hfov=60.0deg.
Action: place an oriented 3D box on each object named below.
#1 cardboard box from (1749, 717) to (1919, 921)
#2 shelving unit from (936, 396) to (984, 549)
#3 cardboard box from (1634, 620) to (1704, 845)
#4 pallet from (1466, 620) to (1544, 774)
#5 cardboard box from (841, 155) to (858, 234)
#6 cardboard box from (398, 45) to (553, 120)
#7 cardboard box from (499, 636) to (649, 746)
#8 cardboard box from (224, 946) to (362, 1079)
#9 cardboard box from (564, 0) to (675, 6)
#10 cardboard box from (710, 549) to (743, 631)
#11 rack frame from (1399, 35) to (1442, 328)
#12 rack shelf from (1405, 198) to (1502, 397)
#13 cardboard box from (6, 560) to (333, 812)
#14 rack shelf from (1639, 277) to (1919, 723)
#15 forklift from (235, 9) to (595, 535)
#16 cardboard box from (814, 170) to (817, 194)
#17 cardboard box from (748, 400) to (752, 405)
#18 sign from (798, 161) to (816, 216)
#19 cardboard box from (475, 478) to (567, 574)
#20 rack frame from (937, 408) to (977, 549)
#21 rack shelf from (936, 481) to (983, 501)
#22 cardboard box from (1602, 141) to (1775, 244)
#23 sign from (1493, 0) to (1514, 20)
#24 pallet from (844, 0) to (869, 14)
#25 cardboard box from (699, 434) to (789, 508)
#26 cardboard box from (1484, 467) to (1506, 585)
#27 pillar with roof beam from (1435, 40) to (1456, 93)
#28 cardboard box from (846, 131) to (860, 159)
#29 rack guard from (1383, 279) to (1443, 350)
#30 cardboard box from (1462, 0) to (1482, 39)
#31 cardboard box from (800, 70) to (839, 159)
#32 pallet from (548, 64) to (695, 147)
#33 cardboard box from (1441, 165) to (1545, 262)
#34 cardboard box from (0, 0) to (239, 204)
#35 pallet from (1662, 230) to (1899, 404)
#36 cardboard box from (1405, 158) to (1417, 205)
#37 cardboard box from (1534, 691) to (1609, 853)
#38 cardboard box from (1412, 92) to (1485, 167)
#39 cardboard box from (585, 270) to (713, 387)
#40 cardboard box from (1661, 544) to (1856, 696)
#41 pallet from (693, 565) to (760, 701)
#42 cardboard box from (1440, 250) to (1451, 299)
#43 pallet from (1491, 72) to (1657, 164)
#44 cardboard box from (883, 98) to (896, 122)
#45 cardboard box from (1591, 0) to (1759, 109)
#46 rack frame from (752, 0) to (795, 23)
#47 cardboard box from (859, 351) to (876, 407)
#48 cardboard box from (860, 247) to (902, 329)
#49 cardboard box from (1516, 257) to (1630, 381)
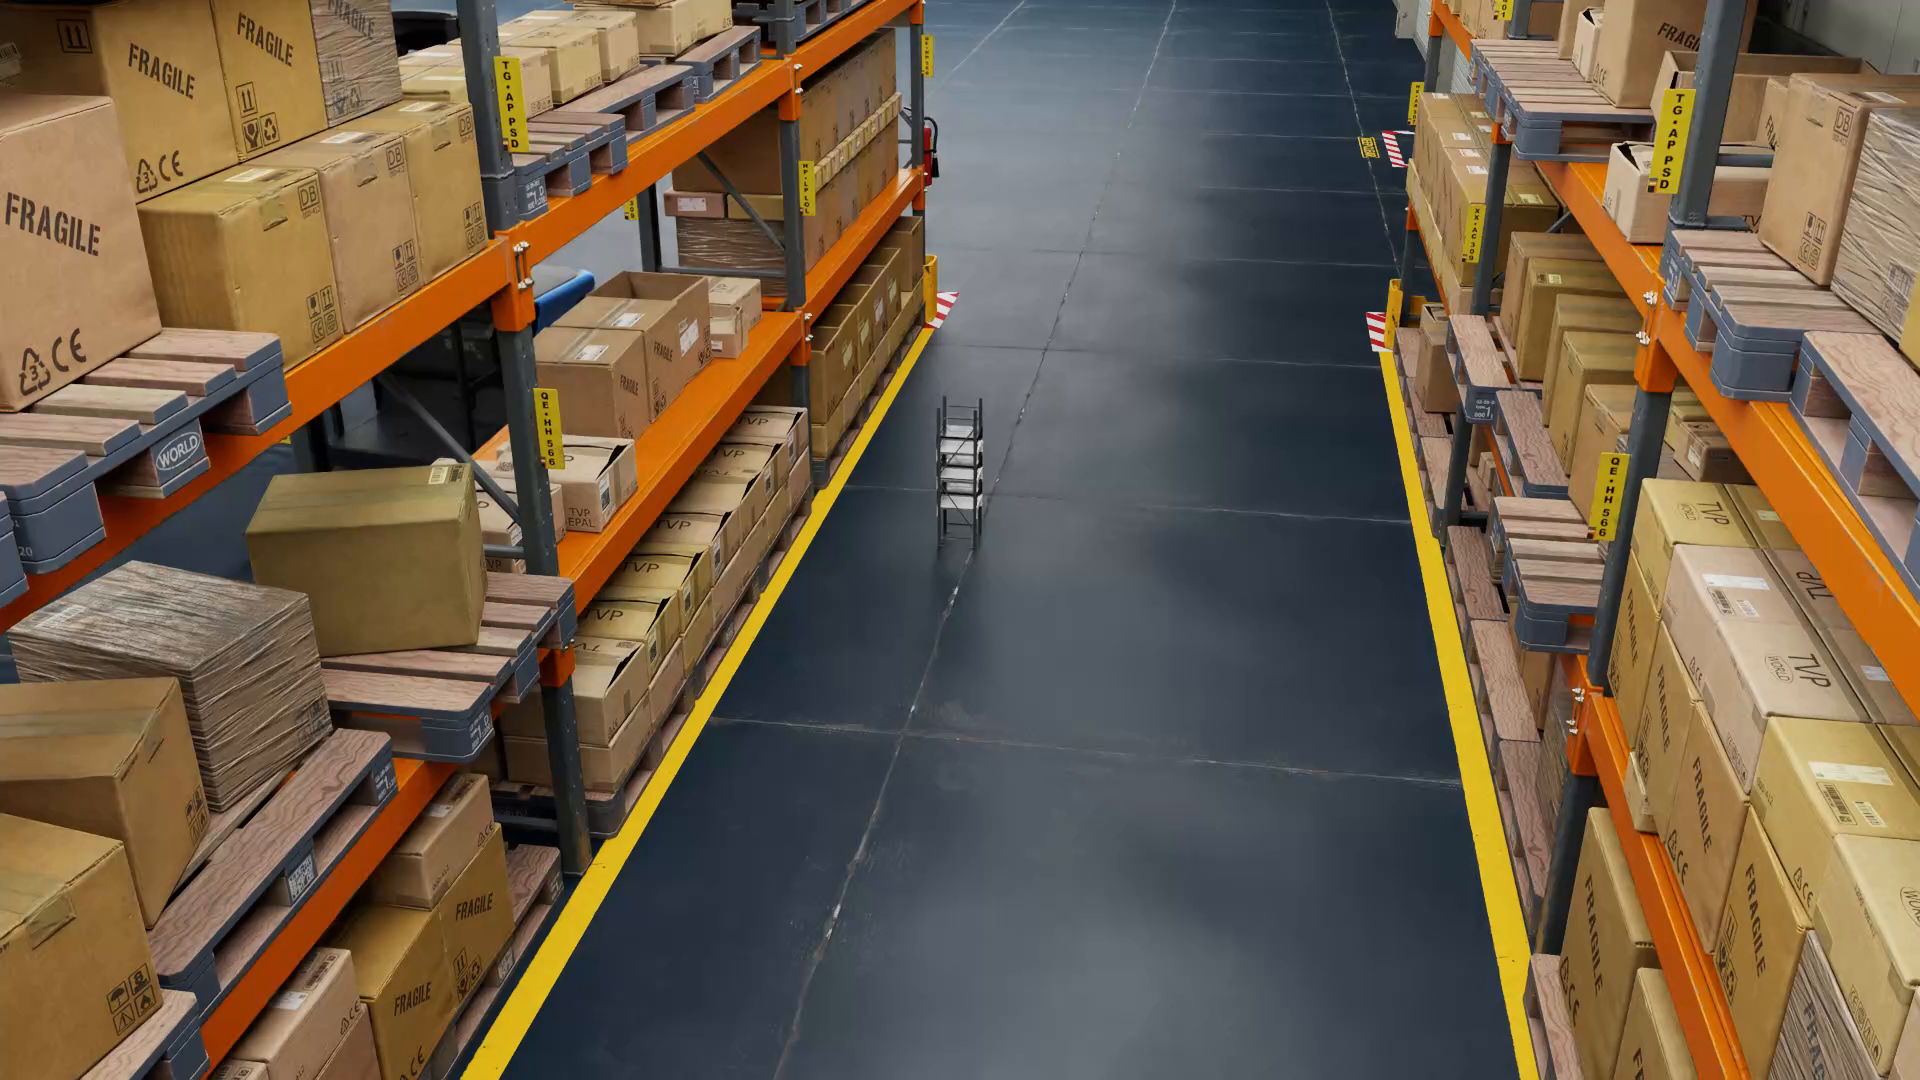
[{"bbox_3d":[2.212,0.666,3.912,0.500,0.250,0.500,4,25,7],"label":"cardboard box"},{"bbox_3d":[-0.001,-0.404,10.052,0.258,0.900,0.210,4,25,9],"label":"shelving unit"},{"bbox_3d":[2.356,0.589,4.960,0.500,0.500,0.500,5,26,10],"label":"cardboard box"},{"bbox_3d":[3.113,0.802,8.287,1.003,0.211,1.213,4,25,9],"label":"pallet"},{"bbox_3d":[-1.137,-2.516,11.969,0.700,0.500,0.500,5,26,10],"label":"cardboard box"},{"bbox_3d":[-2.019,-1.862,6.833,0.500,0.250,0.500,5,25,10],"label":"cardboard box"},{"bbox_3d":[-1.730,0.635,7.441,0.500,0.311,0.500,5,26,10],"label":"cardboard box"},{"bbox_3d":[-2.195,1.486,5.083,0.500,0.250,0.500,4,25,8],"label":"cardboard box"},{"bbox_3d":[-1.661,-2.965,8.306,0.500,0.500,0.500,6,26,14],"label":"cardboard box"},{"bbox_3d":[-1.485,0.247,8.932,0.500,0.250,0.500,5,25,10],"label":"cardboard box"},{"bbox_3d":[4.090,-2.971,13.059,1.000,3.000,0.127,4,25,9],"label":"rack frame"},{"bbox_3d":[3.763,-1.809,11.425,1.077,0.370,4.000,4,25,9],"label":"rack shelf"},{"bbox_3d":[-2.435,0.438,5.163,0.700,0.500,0.500,9,27,18],"label":"cardboard box"},{"bbox_3d":[2.456,0.178,3.641,1.077,0.370,4.000,4,25,9],"label":"rack shelf"},{"bbox_3d":[-3.509,-1.739,10.508,1.130,2.935,3.031,8,26,16],"label":"forklift"},{"bbox_3d":[-1.135,-2.291,10.723,0.380,0.149,0.250,3,25,7],"label":"cardboard box"},{"bbox_3d":[-1.591,-0.794,11.156,0.500,0.250,0.500,4,25,9],"label":"cardboard box"},{"bbox_3d":[-0.915,-2.095,9.915,0.100,0.325,0.005,4,25,9],"label":"sign"},{"bbox_3d":[-2.003,-0.076,6.979,0.500,0.311,0.500,6,26,12],"label":"cardboard box"},{"bbox_3d":[-0.018,-0.362,9.961,0.240,0.900,0.006,4,25,9],"label":"rack frame"},{"bbox_3d":[-0.001,-0.292,10.104,0.258,0.077,0.200,4,25,9],"label":"rack shelf"},{"bbox_3d":[2.634,-1.272,5.973,0.500,0.311,0.500,4,25,9],"label":"cardboard box"},{"bbox_3d":[2.900,-2.925,8.813,0.100,0.325,0.005,4,25,9],"label":"sign"},{"bbox_3d":[-1.136,-3.826,11.451,1.003,0.211,1.213,4,25,9],"label":"pallet"},{"bbox_3d":[-1.314,-0.431,9.720,0.500,0.311,0.500,5,25,10],"label":"cardboard box"},{"bbox_3d":[3.332,-0.056,9.262,0.700,0.500,0.500,5,26,10],"label":"cardboard box"},{"bbox_3d":[2.543,-10.653,22.393,9.100,9.000,0.400,4,25,9],"label":"pillar with roof beam"},{"bbox_3d":[-0.924,-2.830,11.875,0.380,0.149,0.250,4,25,8],"label":"cardboard box"},{"bbox_3d":[4.078,-1.807,13.521,1.175,0.500,0.348,4,25,9],"label":"rack guard"},{"bbox_3d":[3.423,-3.384,10.263,0.500,0.500,0.500,3,25,6],"label":"cardboard box"},{"bbox_3d":[-1.221,-2.880,11.215,0.700,0.500,0.500,4,25,8],"label":"cardboard box"},{"bbox_3d":[-1.903,-1.998,7.665,1.003,0.211,1.213,5,26,11],"label":"pallet"},{"bbox_3d":[3.284,-2.007,10.269,0.500,0.500,0.500,4,25,8],"label":"cardboard box"},{"bbox_3d":[-2.349,-1.215,4.472,0.500,0.500,0.500,4,25,9],"label":"cardboard box"},{"bbox_3d":[2.730,-0.625,4.732,1.213,0.211,1.003,5,26,11],"label":"pallet"},{"bbox_3d":[3.697,-2.730,12.698,0.500,0.250,0.500,3,25,7],"label":"cardboard box"},{"bbox_3d":[2.849,1.003,6.999,0.700,0.500,0.500,4,25,9],"label":"cardboard box"},{"bbox_3d":[3.715,-3.073,12.546,0.500,0.500,0.500,4,25,9],"label":"cardboard box"},{"bbox_3d":[-1.679,-1.145,9.040,0.500,0.500,0.500,6,26,12],"label":"cardboard box"},{"bbox_3d":[2.367,0.243,4.816,0.500,0.250,0.500,4,25,8],"label":"cardboard box"},{"bbox_3d":[-1.730,0.446,9.049,1.003,0.211,1.213,4,25,9],"label":"pallet"},{"bbox_3d":[3.304,-1.666,10.425,0.500,0.250,0.500,4,25,9],"label":"cardboard box"},{"bbox_3d":[3.064,-1.887,7.426,1.213,0.211,1.003,4,25,9],"label":"pallet"},{"bbox_3d":[-0.714,-3.369,13.027,0.380,0.149,0.250,5,25,10],"label":"cardboard box"},{"bbox_3d":[3.066,-2.153,7.161,0.500,0.500,0.500,3,25,7],"label":"cardboard box"},{"bbox_3d":[-1.452,-4.357,8.943,1.000,3.000,0.127,4,25,9],"label":"rack frame"},{"bbox_3d":[-0.903,-1.175,11.971,0.500,0.250,0.500,4,25,9],"label":"cardboard box"},{"bbox_3d":[-0.741,-1.933,12.705,0.500,0.500,0.500,4,25,9],"label":"cardboard box"},{"bbox_3d":[3.221,-1.099,8.423,0.700,0.500,0.500,7,26,14],"label":"cardboard box"}]
